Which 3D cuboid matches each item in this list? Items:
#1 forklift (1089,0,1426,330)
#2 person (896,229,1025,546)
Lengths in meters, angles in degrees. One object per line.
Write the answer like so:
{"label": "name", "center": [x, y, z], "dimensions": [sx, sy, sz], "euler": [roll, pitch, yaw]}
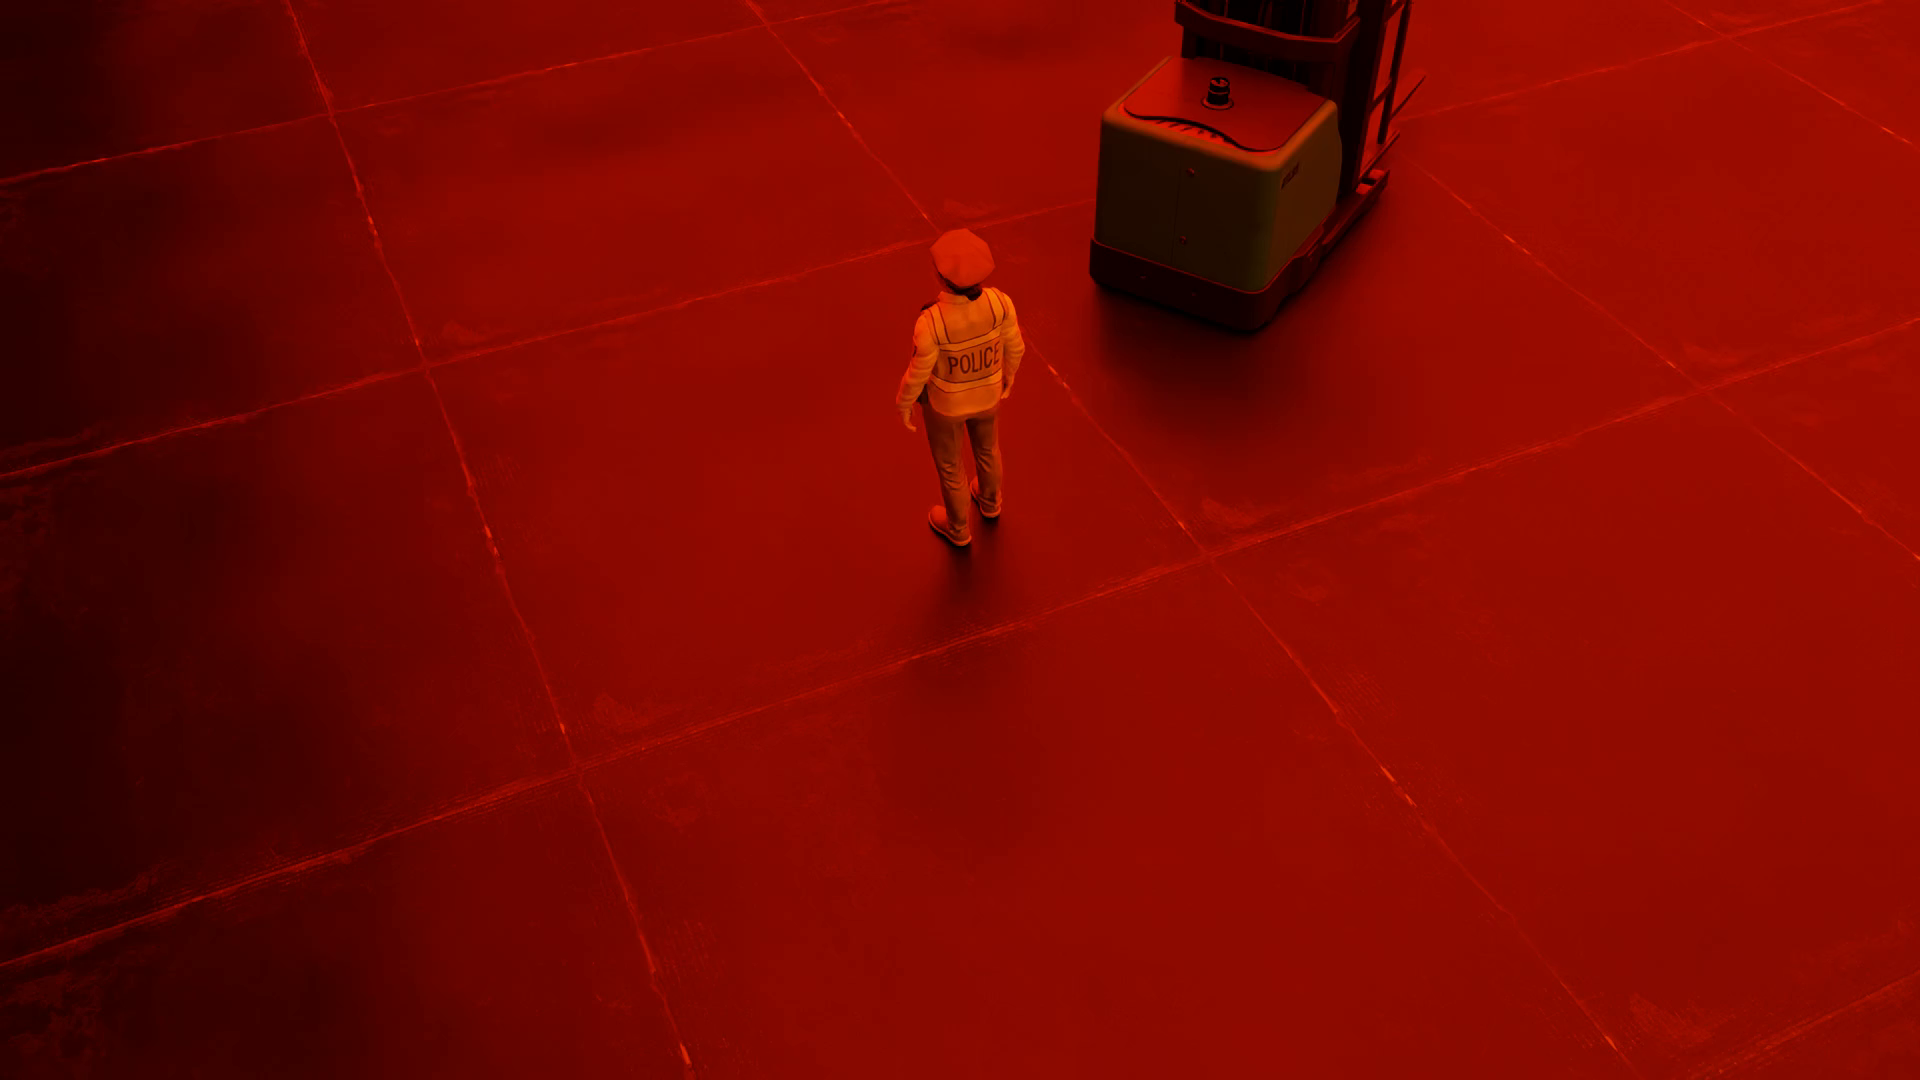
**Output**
{"label": "forklift", "center": [1.928, -3.183, 9.091], "dimensions": [1.130, 2.935, 3.031], "euler": [23, 48, 23]}
{"label": "person", "center": [-0.022, -0.668, 7.292], "dimensions": [0.587, 1.696, 0.534], "euler": [-18, 46, -18]}
